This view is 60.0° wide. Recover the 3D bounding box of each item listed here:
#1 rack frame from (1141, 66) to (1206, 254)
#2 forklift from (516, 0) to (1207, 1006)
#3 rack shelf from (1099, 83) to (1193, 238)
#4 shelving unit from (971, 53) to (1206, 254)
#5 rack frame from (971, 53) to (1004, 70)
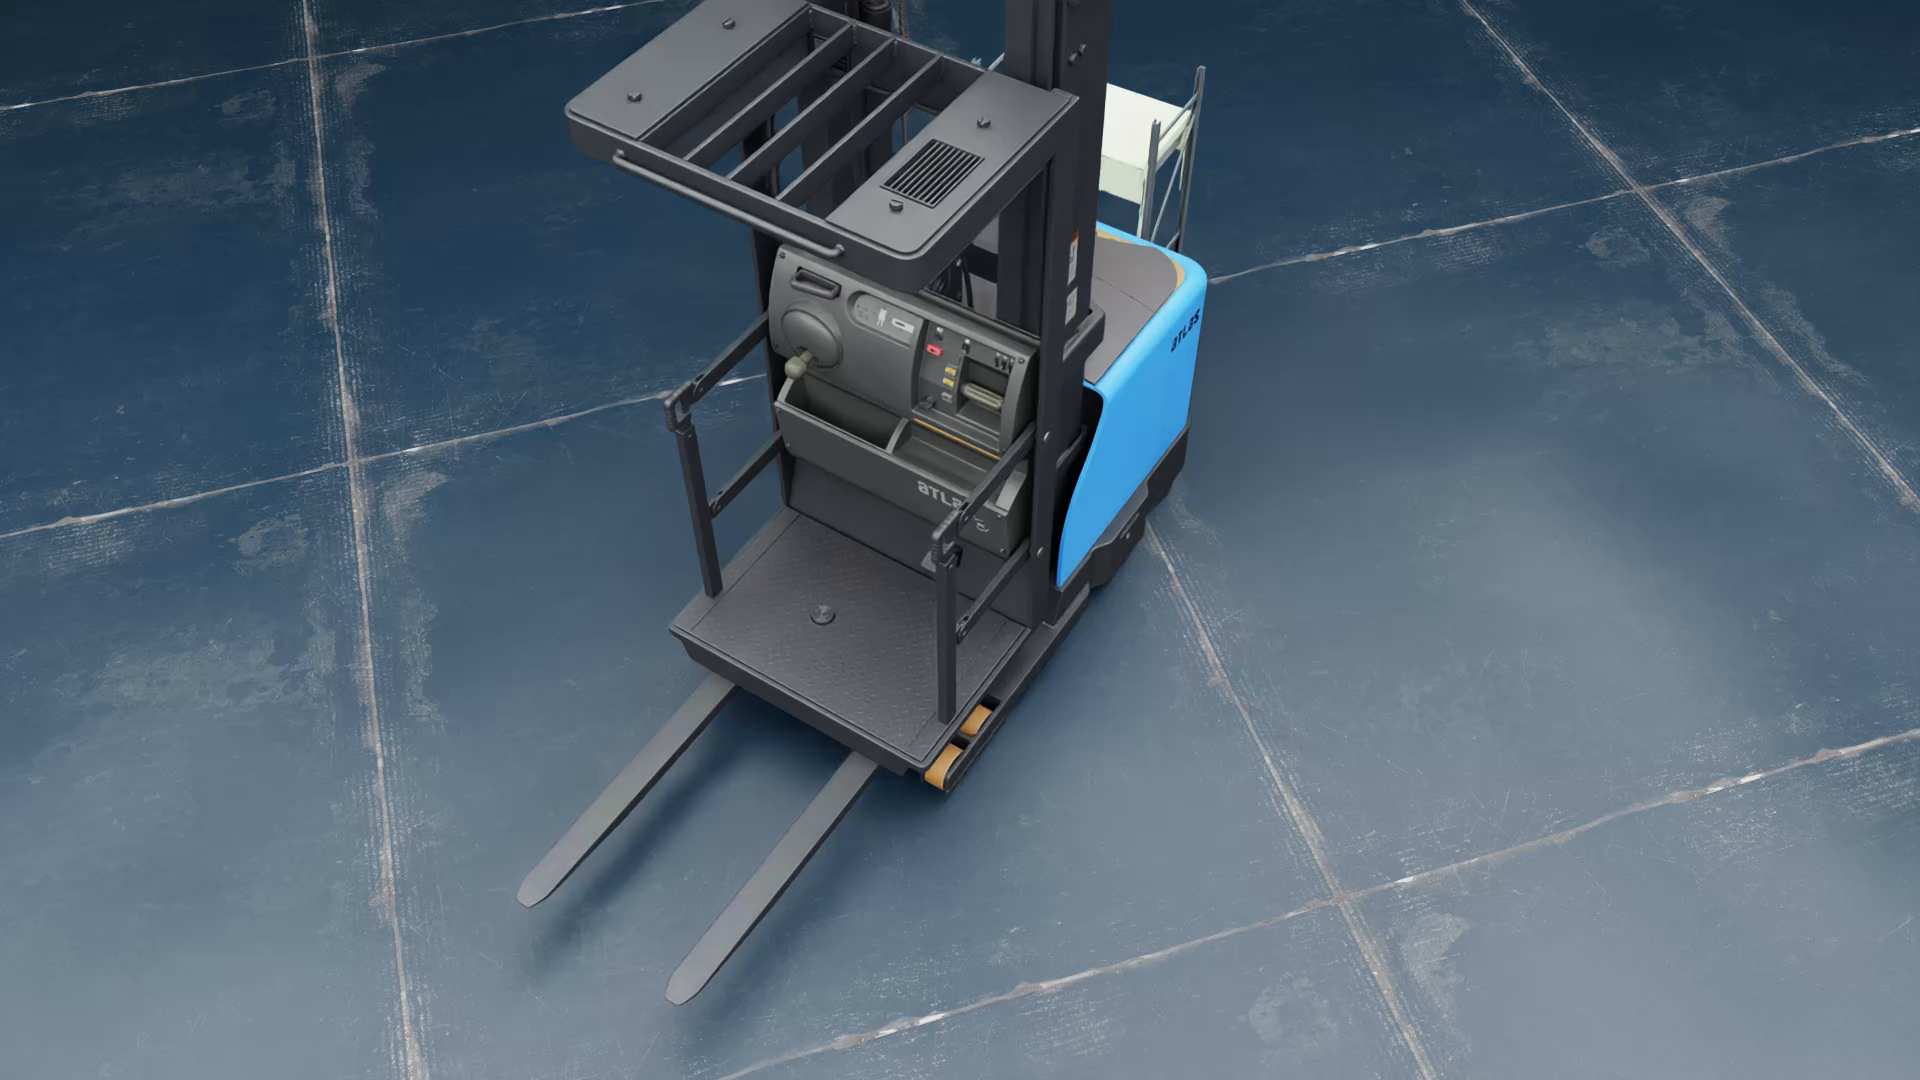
[{"bbox_3d":[0.779,-1.098,6.483,0.023,1.500,0.400,24,54,19],"label":"rack frame"},{"bbox_3d":[-0.315,-0.494,5.039,1.130,2.935,3.031,26,55,20],"label":"forklift"},{"bbox_3d":[0.464,-1.492,6.305,0.720,0.370,0.431,24,54,19],"label":"rack shelf"},{"bbox_3d":[0.463,-1.240,6.603,0.755,1.500,0.431,24,54,19],"label":"shelving unit"},{"bbox_3d":[0.147,-1.381,6.722,0.023,1.500,0.400,24,54,19],"label":"rack frame"}]
